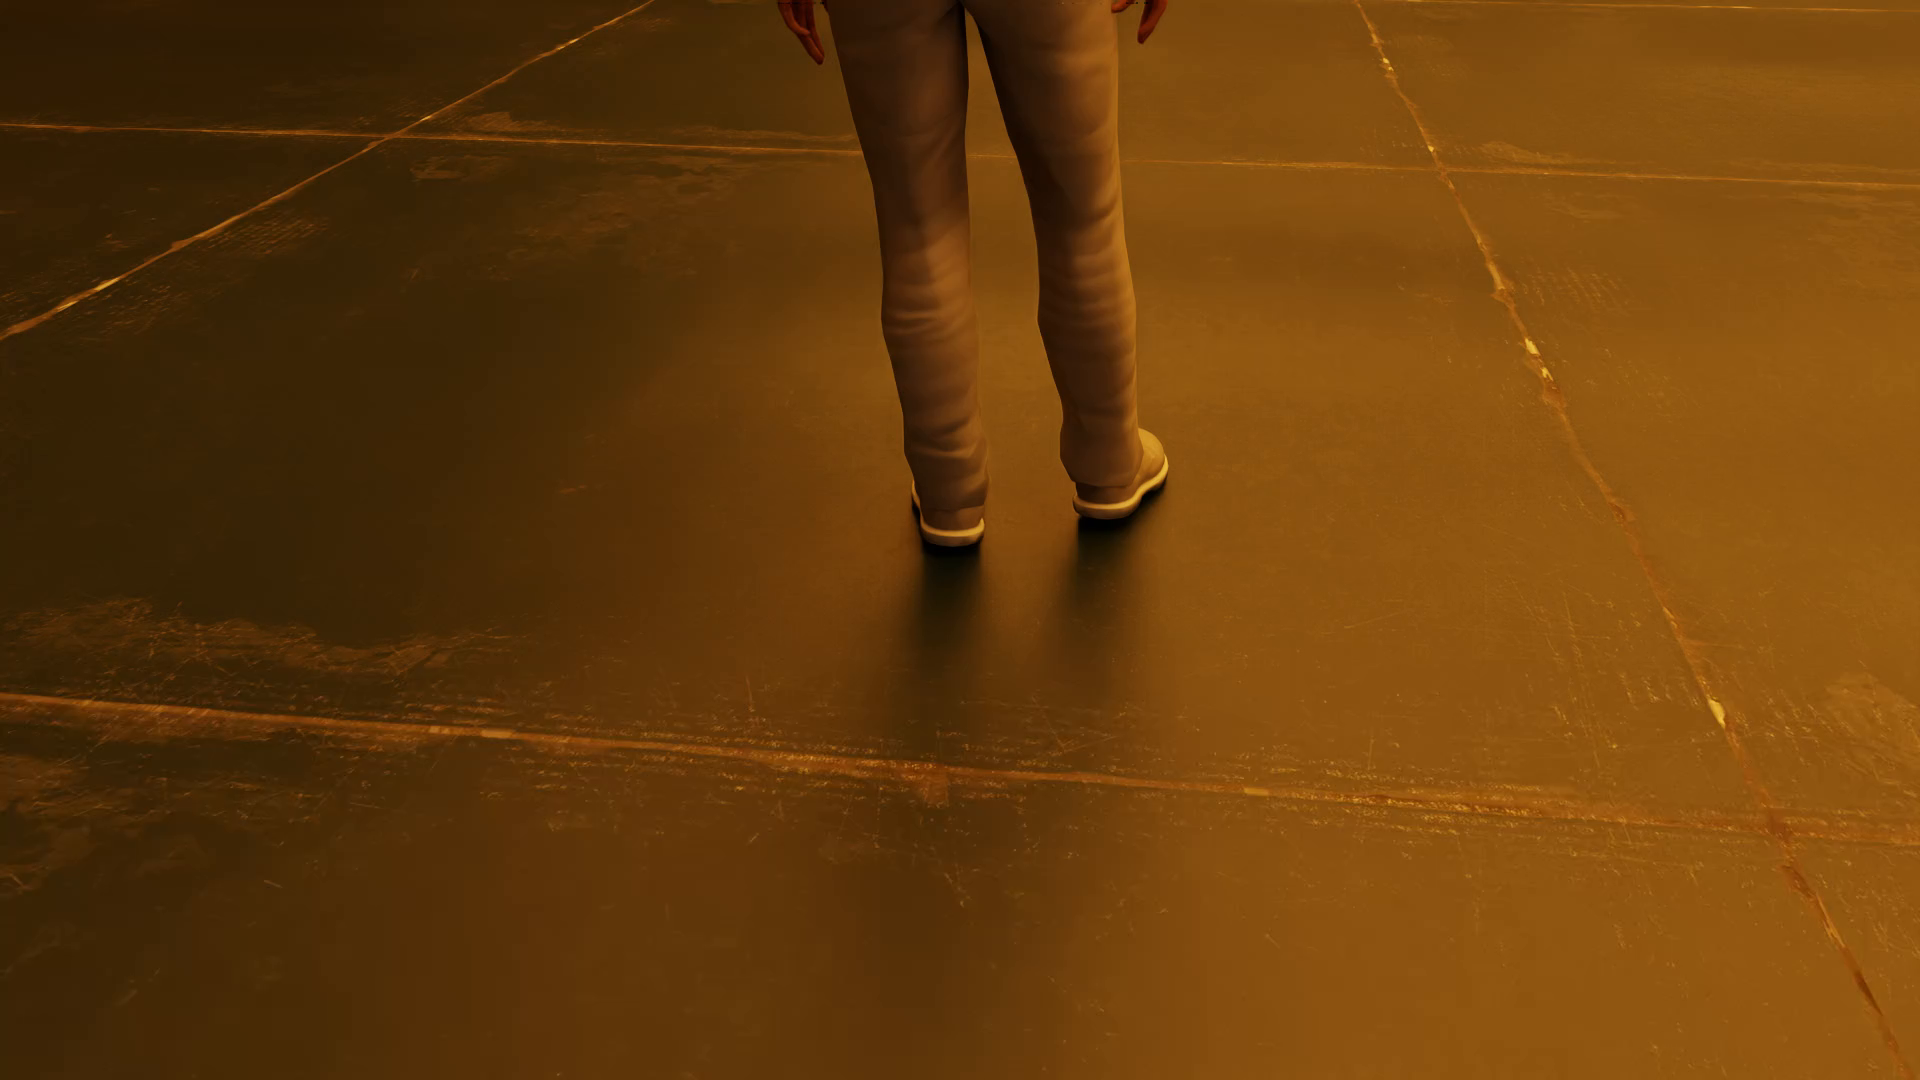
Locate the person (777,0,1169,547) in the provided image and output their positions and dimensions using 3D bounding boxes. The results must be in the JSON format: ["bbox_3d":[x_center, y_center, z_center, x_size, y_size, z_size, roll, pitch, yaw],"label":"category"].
[{"bbox_3d":[0.029,-0.797,2.183,0.570,1.697,0.528,3,27,7],"label":"person"}]
